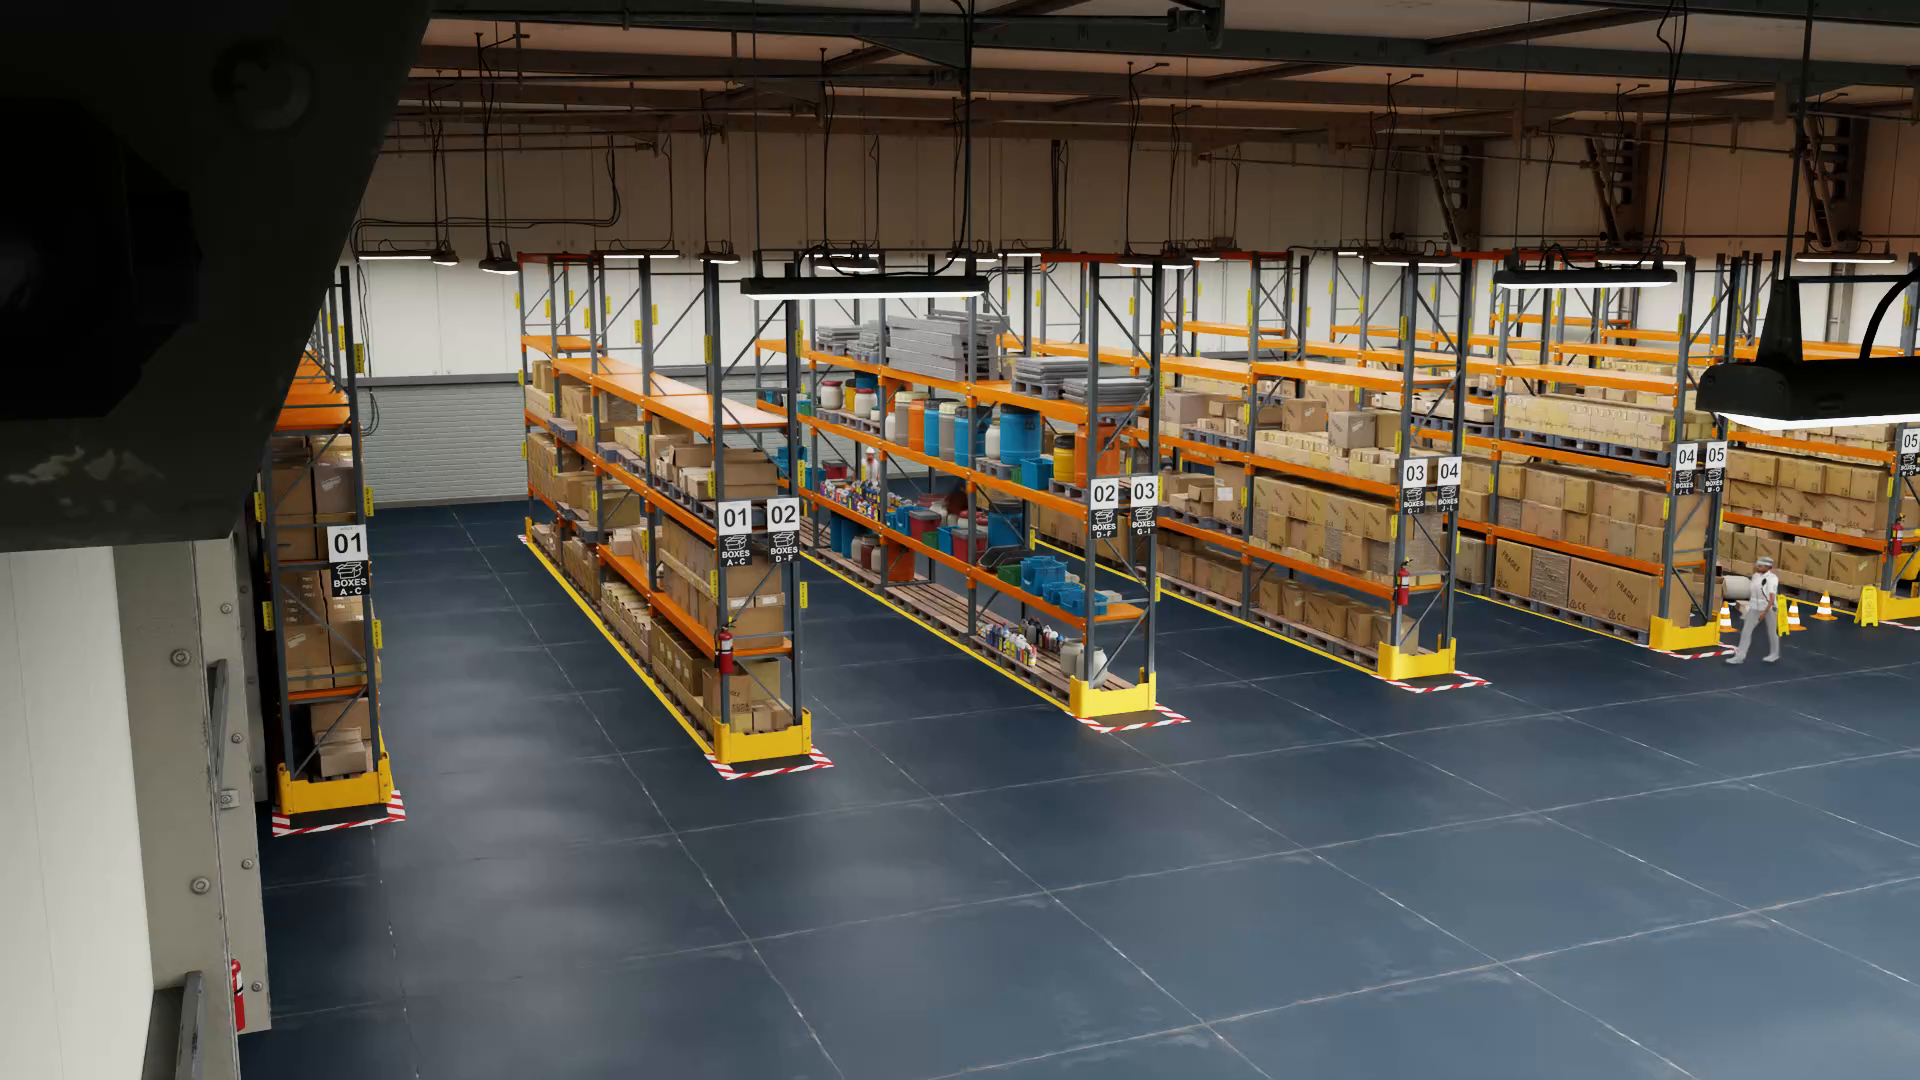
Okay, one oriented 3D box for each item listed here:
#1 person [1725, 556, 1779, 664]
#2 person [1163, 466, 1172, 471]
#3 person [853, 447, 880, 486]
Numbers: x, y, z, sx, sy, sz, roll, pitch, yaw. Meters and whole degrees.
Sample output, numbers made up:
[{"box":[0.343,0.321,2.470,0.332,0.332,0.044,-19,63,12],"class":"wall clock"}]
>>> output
[{"box":[11.881,1.043,24.697,0.947,1.625,0.444,-7,13,-34],"class":"person"},{"box":[4.332,-0.743,34.608,0.344,1.606,0.420,-2,11,-12],"class":"person"},{"box":[-2.012,-1.156,36.716,0.620,1.807,0.877,-5,11,-24],"class":"person"}]
